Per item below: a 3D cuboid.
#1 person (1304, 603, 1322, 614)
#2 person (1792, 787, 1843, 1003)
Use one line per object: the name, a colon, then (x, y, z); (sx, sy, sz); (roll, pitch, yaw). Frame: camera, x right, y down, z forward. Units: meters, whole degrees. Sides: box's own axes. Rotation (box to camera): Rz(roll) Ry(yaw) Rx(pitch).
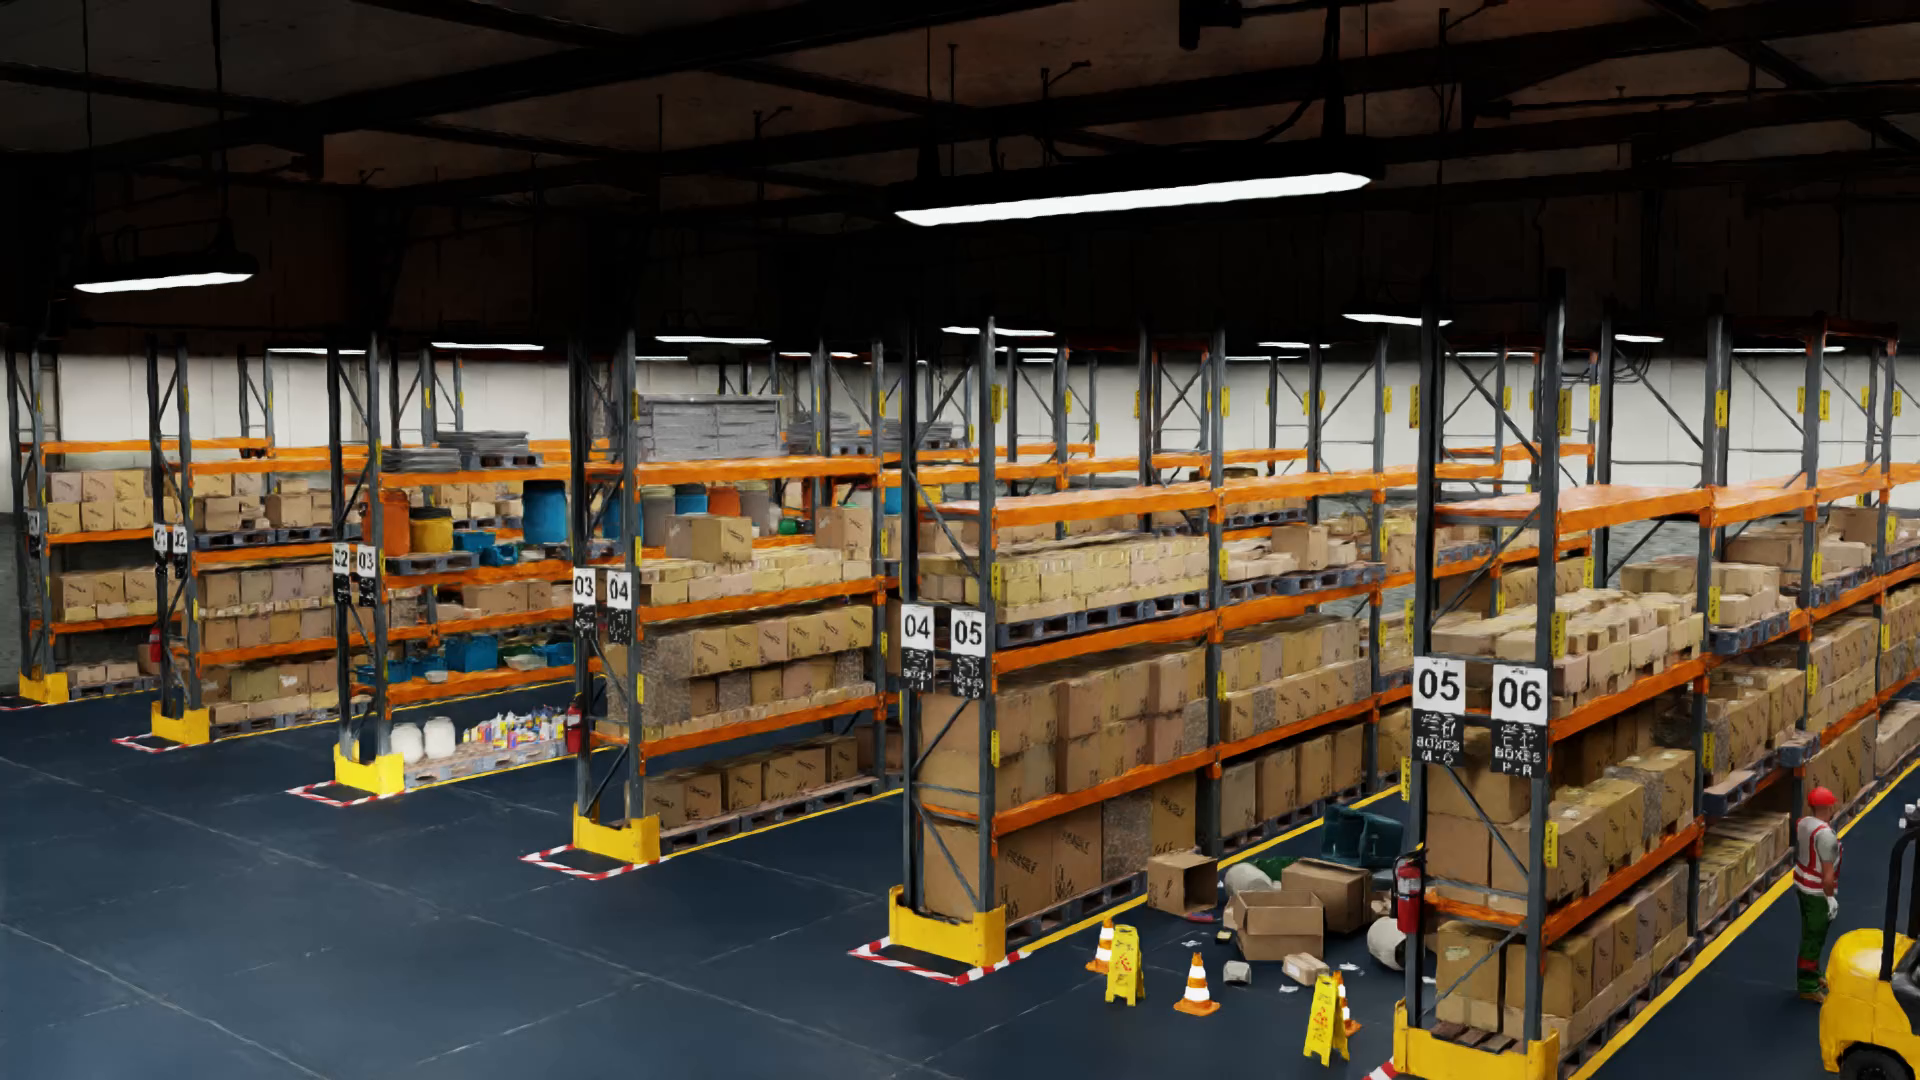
person: (6.782, 1.497, 31.848); (0.636, 1.586, 0.528); (-2, 5, -17)
person: (7.336, 2.986, 14.138); (0.442, 1.792, 0.606); (1, 5, 7)
